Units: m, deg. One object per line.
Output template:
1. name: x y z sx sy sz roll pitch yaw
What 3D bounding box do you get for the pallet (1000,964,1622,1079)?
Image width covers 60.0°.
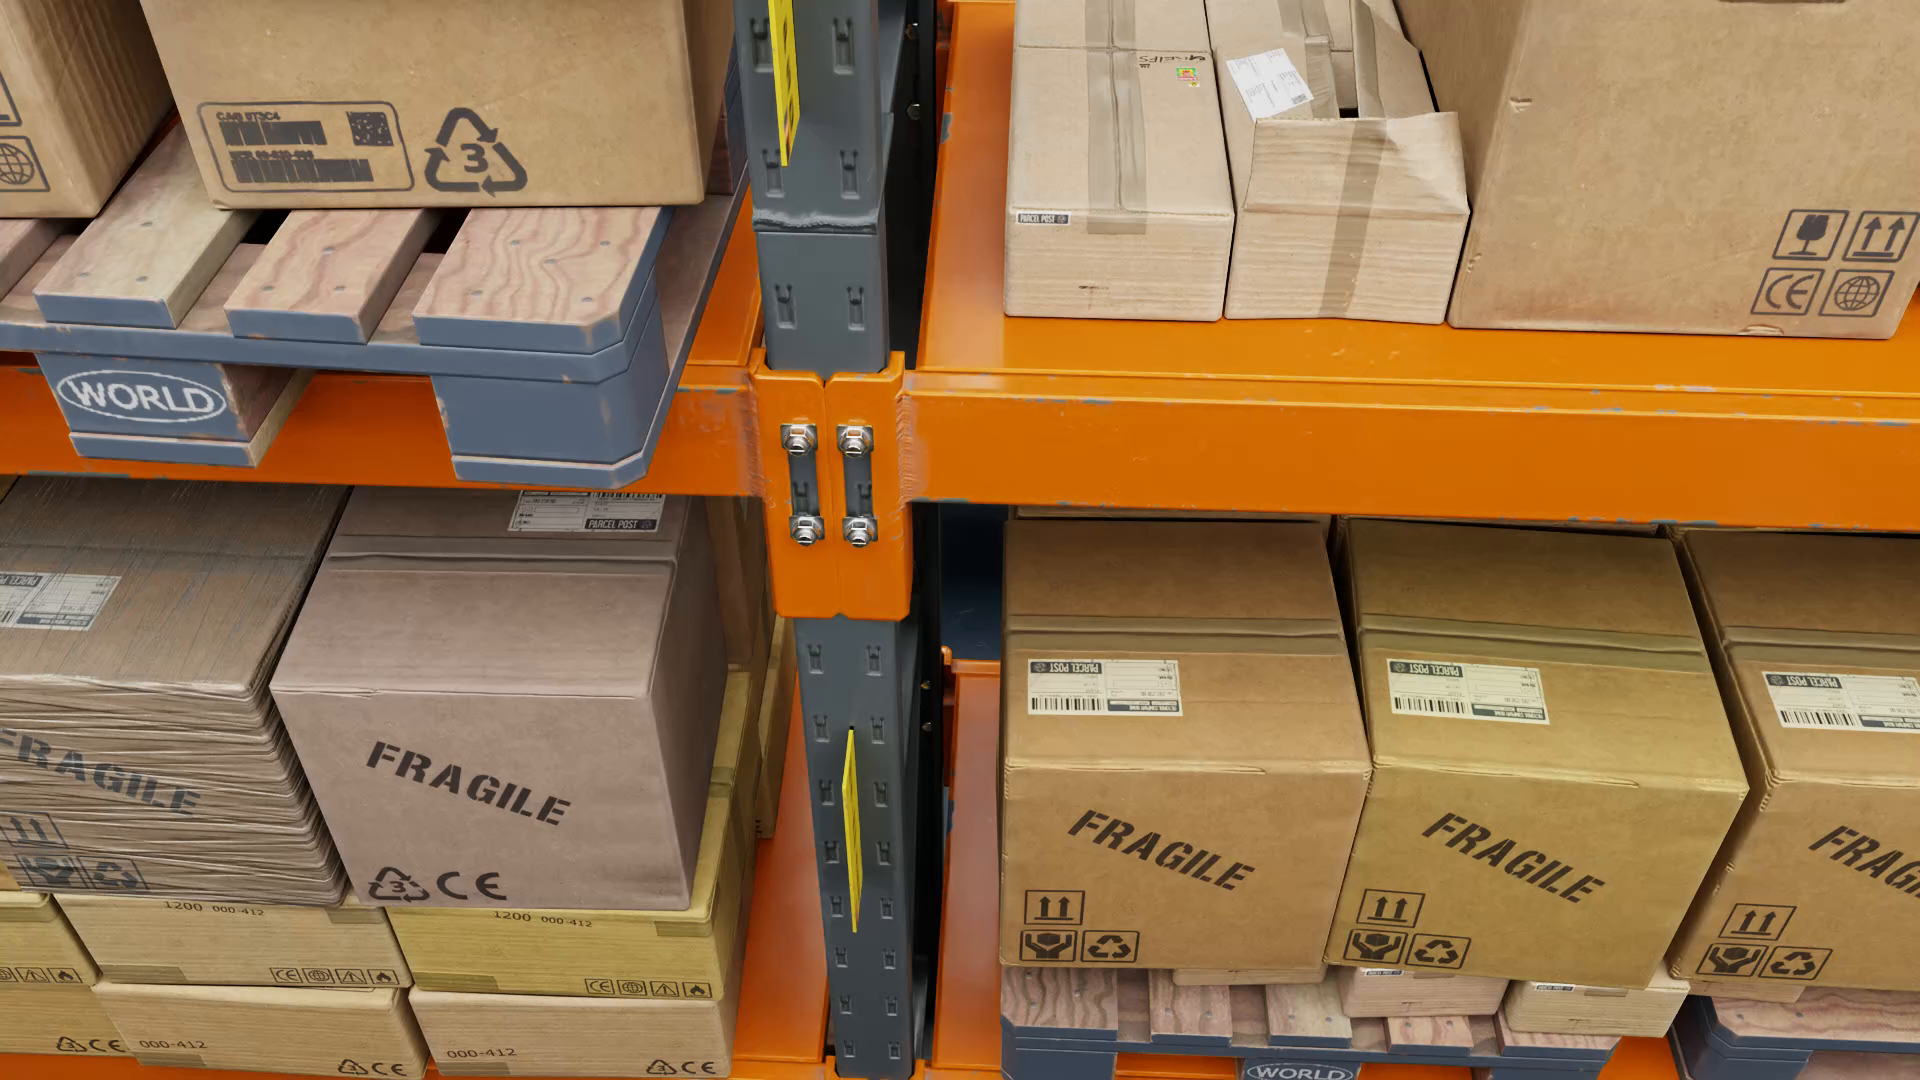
1. pallet: 0.593 0.467 3.189 1.003 0.211 1.213 2 43 2

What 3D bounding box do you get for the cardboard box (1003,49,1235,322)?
1. cardboard box: 0.183 -0.433 1.998 0.250 0.149 0.380 2 43 2

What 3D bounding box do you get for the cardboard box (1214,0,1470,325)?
1. cardboard box: 0.438 -0.468 1.950 0.258 0.266 0.396 2 43 2

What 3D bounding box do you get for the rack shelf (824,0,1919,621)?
1. rack shelf: 1.874 -0.326 2.226 4.000 0.370 1.077 2 43 2

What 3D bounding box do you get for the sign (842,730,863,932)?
1. sign: -0.146 0.401 2.269 0.005 0.325 0.100 2 43 2

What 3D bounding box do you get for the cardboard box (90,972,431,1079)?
1. cardboard box: -1.152 0.658 2.953 0.500 0.250 0.500 2 43 3

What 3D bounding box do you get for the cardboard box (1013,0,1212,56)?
1. cardboard box: 0.200 -0.692 2.276 0.250 0.149 0.380 2 43 2

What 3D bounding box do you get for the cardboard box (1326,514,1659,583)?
1. cardboard box: 0.860 -0.019 2.970 0.500 0.500 0.500 1 43 1

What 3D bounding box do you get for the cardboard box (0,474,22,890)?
1. cardboard box: -1.661 0.177 2.553 0.500 0.500 0.500 2 43 2

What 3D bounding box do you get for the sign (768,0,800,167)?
1. sign: -0.157 -0.491 1.438 0.005 0.325 0.100 2 43 2

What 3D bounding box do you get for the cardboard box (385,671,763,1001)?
1. cardboard box: -0.619 0.477 2.780 0.500 0.250 0.500 2 43 2

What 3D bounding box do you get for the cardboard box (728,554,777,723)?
1. cardboard box: -0.619 0.135 3.147 0.500 0.250 0.500 1 43 2

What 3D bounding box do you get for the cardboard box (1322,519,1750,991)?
1. cardboard box: 0.836 0.331 2.595 0.500 0.500 0.500 4 43 4

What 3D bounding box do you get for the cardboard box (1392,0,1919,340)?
1. cardboard box: 0.822 -0.651 1.974 0.500 0.500 0.700 2 43 2

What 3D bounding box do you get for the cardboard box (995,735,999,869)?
1. cardboard box: 0.192 0.522 2.865 0.250 0.149 0.380 -1 43 -1

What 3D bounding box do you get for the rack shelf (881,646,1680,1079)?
1. rack shelf: 1.874 0.772 3.249 4.000 0.370 1.077 2 43 2

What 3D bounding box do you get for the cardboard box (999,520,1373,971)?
1. cardboard box: 0.315 0.319 2.607 0.500 0.500 0.500 1 43 1

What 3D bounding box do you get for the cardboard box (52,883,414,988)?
1. cardboard box: -1.132 0.464 2.795 0.500 0.250 0.500 1 43 1

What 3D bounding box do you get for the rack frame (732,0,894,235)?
1. rack frame: -0.124 -1.748 1.025 0.127 3.000 1.000 2 43 2

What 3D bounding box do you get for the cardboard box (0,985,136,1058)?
1. cardboard box: -1.654 0.632 2.981 0.500 0.250 0.500 1 43 1

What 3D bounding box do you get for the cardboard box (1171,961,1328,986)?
1. cardboard box: 0.473 0.553 2.832 0.250 0.149 0.380 -1 43 -1

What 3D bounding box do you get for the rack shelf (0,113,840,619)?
1. rack shelf: -2.122 -0.449 2.358 4.000 0.370 1.077 2 43 2

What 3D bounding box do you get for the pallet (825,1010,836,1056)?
1. pallet: -0.908 1.392 4.101 1.213 0.211 1.003 2 43 2

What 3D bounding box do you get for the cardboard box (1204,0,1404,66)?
1. cardboard box: 0.449 -0.690 2.274 0.250 0.149 0.380 2 43 2

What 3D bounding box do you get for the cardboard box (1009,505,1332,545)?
1. cardboard box: 0.343 -0.027 2.979 0.500 0.500 0.500 1 43 1

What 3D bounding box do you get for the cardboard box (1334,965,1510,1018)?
1. cardboard box: 0.744 0.593 2.789 0.250 0.149 0.380 -1 43 -1

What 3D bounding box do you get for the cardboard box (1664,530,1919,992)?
1. cardboard box: 1.367 0.342 2.582 0.500 0.500 0.500 2 43 3

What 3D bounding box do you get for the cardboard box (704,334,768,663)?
1. cardboard box: -0.606 -0.137 2.890 0.500 0.500 0.500 0 43 0

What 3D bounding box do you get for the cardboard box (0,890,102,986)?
1. cardboard box: -1.644 0.462 2.797 0.500 0.250 0.500 1 43 1

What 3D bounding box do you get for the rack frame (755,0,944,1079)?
1. rack frame: -0.124 0.447 3.070 0.127 3.000 1.000 2 43 2

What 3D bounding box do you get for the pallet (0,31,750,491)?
1. pallet: -0.770 -0.565 2.094 1.003 0.211 1.213 4 43 4

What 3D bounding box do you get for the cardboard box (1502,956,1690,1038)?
1. cardboard box: 1.018 0.616 2.765 0.250 0.149 0.380 2 43 2

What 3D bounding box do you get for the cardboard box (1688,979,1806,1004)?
1. cardboard box: 1.263 0.570 2.814 0.250 0.149 0.380 4 43 4

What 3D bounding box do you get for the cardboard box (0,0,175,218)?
1. cardboard box: -1.122 -0.742 1.764 0.500 0.500 0.700 0 43 0

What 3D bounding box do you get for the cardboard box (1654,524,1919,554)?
1. cardboard box: 1.364 -0.004 2.954 0.500 0.500 0.500 -1 43 -1

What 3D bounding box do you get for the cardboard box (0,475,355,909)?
1. cardboard box: -1.165 0.197 2.531 0.500 0.500 0.500 2 43 3

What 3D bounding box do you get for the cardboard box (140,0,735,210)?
1. cardboard box: -0.508 -0.751 1.771 0.637 0.503 0.797 -1 43 -1

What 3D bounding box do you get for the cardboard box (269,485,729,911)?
1. cardboard box: -0.652 0.207 2.520 0.500 0.500 0.500 1 43 1

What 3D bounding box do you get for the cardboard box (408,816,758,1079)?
1. cardboard box: -0.641 0.663 2.948 0.500 0.250 0.500 0 43 0

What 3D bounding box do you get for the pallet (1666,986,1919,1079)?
1. pallet: 1.855 0.550 3.100 1.213 0.211 1.003 2 43 2

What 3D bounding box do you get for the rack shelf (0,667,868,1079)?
1. rack shelf: -2.122 0.649 3.381 4.000 0.370 1.077 2 43 2

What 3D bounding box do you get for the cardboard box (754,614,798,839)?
1. cardboard box: -0.602 0.316 3.321 0.500 0.250 0.500 1 43 1
